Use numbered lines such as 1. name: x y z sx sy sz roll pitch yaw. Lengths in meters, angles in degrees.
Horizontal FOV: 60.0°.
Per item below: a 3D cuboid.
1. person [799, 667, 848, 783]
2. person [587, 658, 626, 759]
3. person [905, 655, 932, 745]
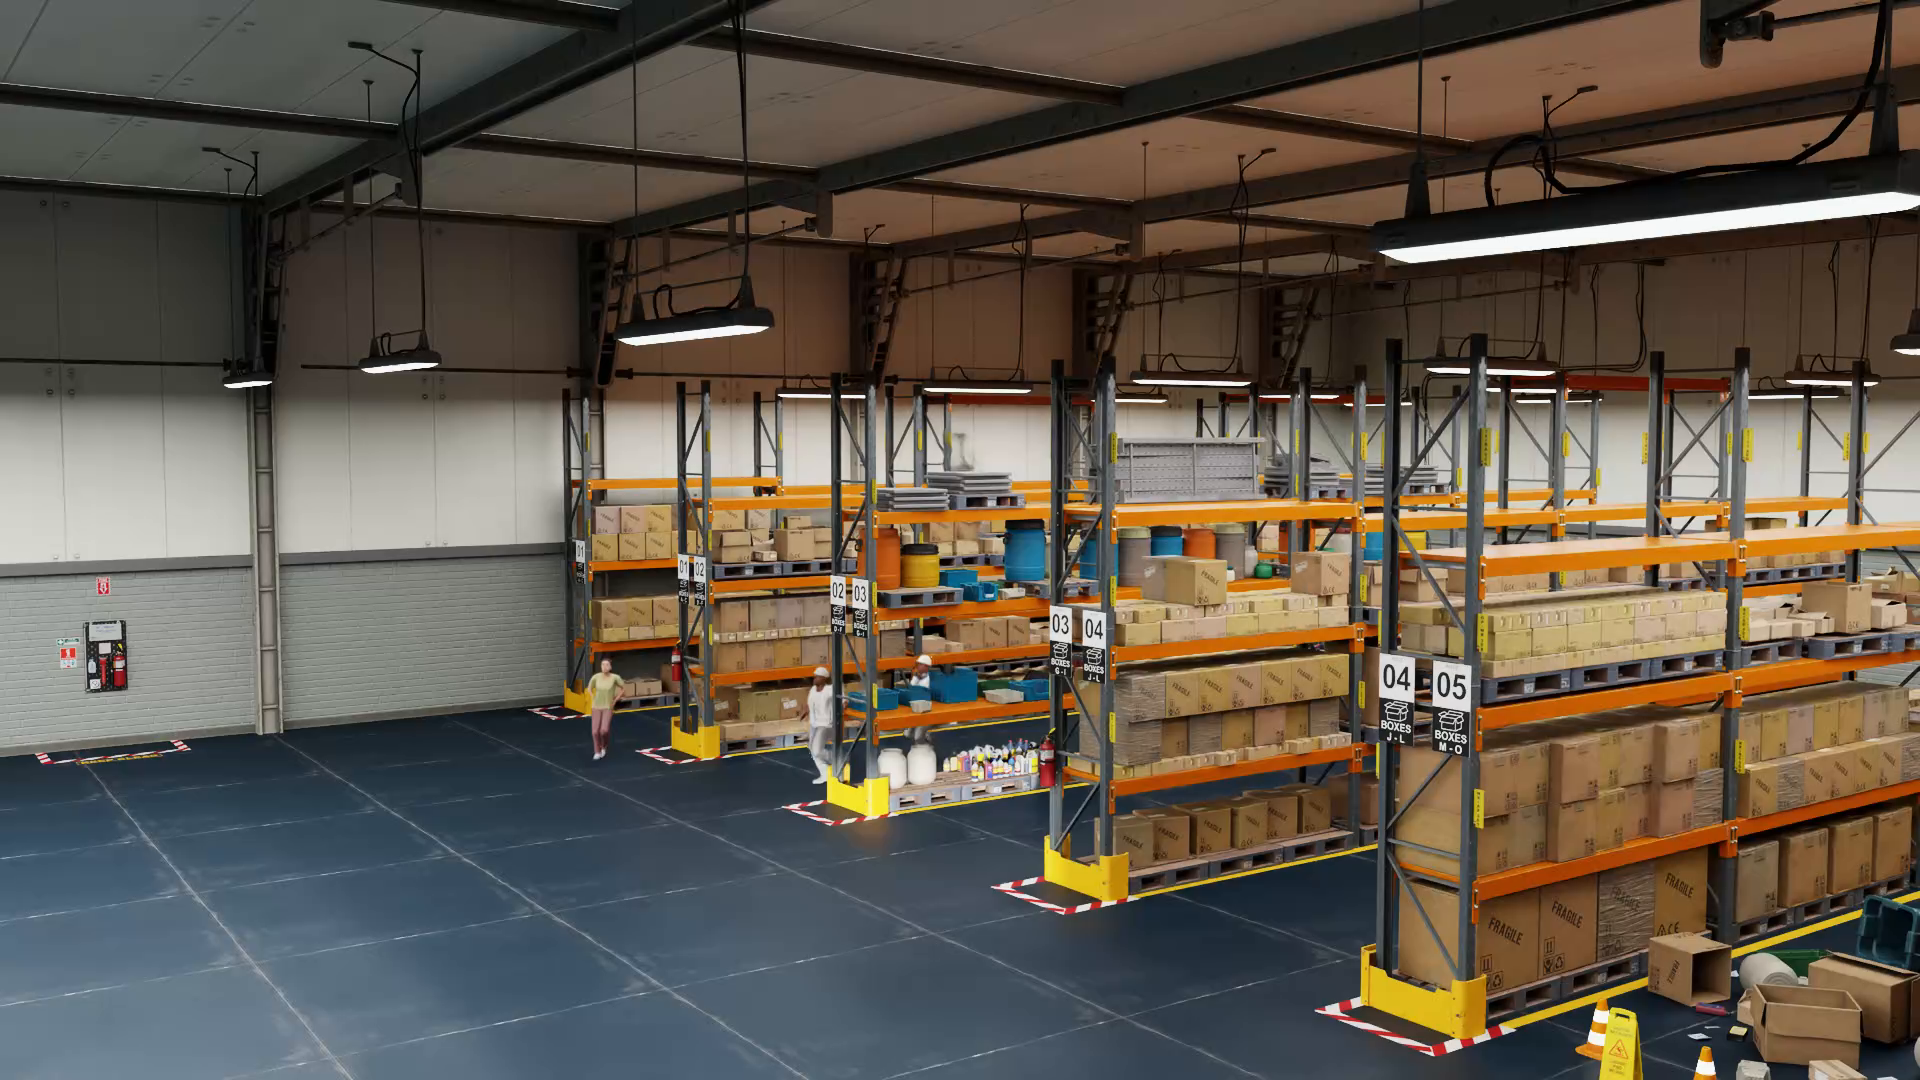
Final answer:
1. person: -2.037 2.728 24.506 0.733 1.727 0.601 3 5 43
2. person: -5.603 2.666 26.228 0.593 1.624 0.564 0 4 2
3. person: -0.587 2.650 25.818 0.658 1.726 0.582 4 5 44
